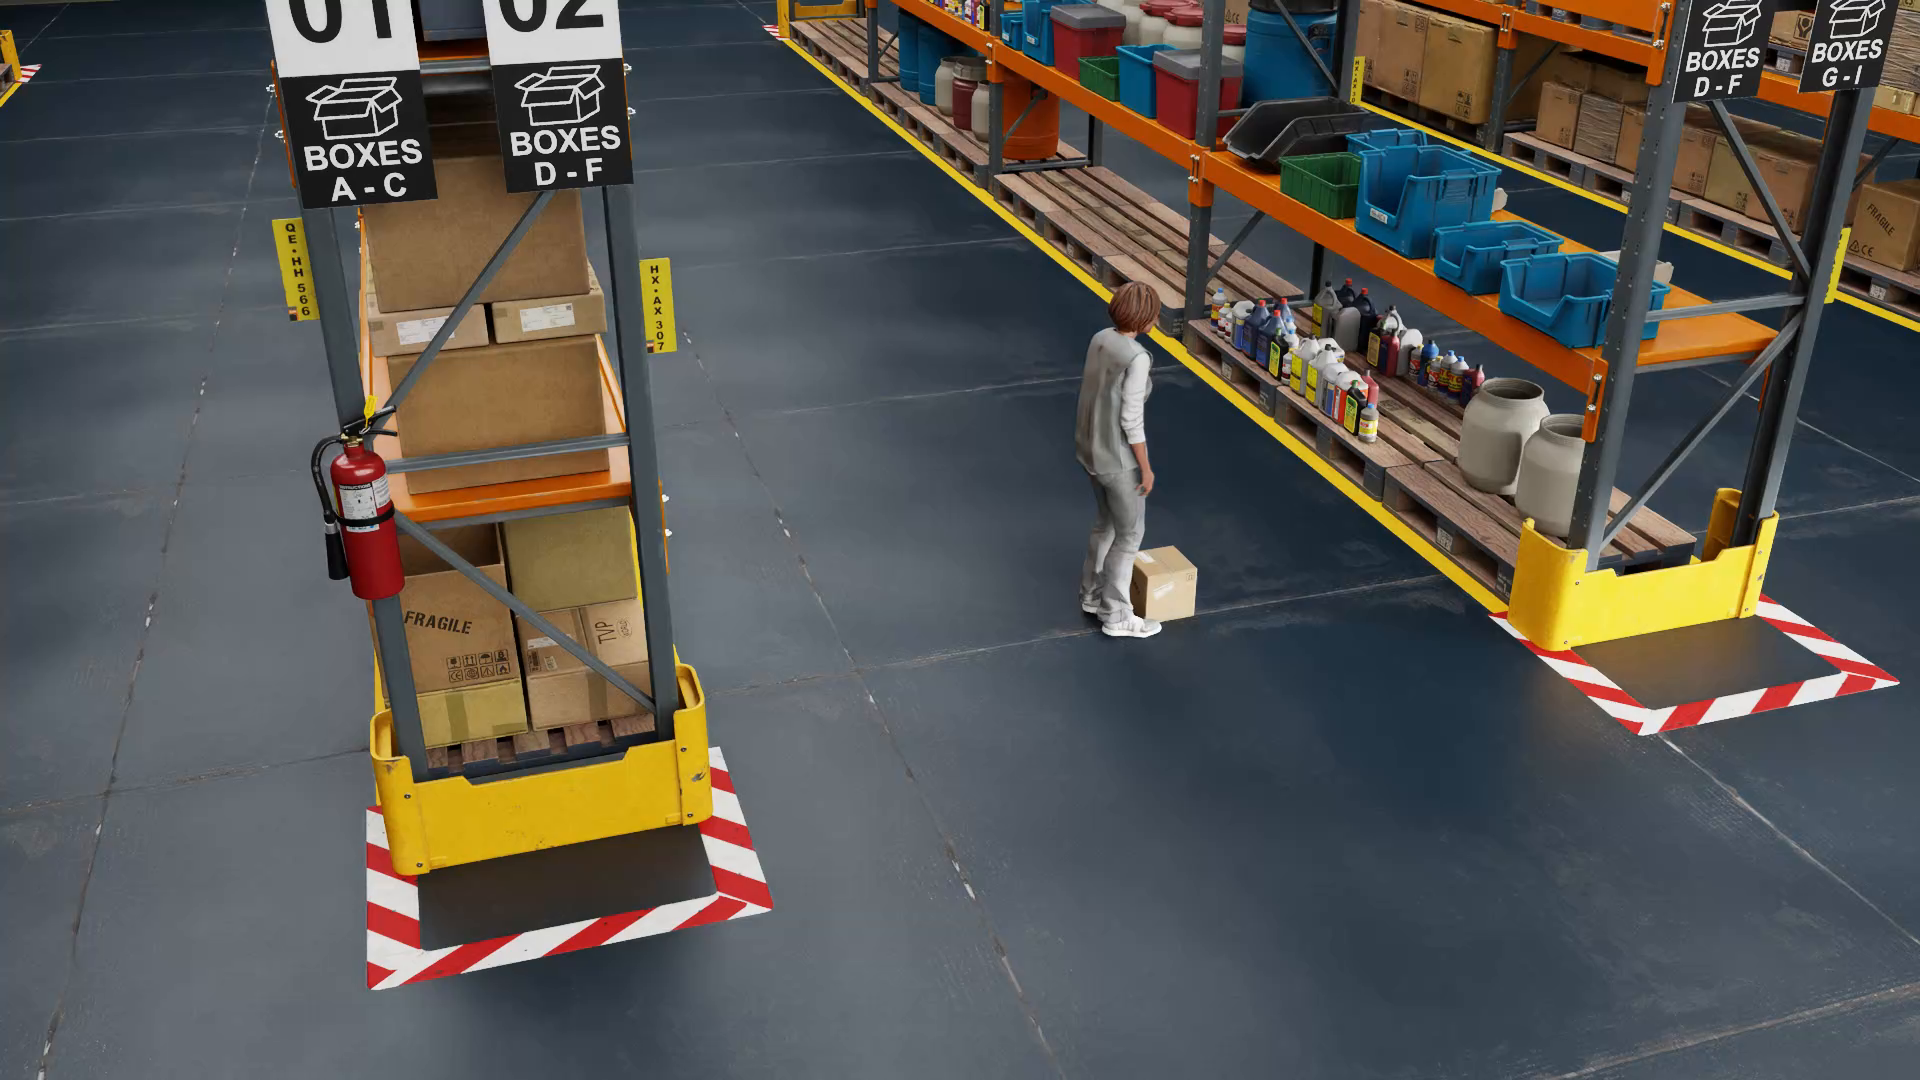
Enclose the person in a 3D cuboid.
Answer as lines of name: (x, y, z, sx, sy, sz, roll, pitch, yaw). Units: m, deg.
person: (0.694, -0.357, 7.335, 0.340, 1.594, 0.483, -10, 28, -18)
